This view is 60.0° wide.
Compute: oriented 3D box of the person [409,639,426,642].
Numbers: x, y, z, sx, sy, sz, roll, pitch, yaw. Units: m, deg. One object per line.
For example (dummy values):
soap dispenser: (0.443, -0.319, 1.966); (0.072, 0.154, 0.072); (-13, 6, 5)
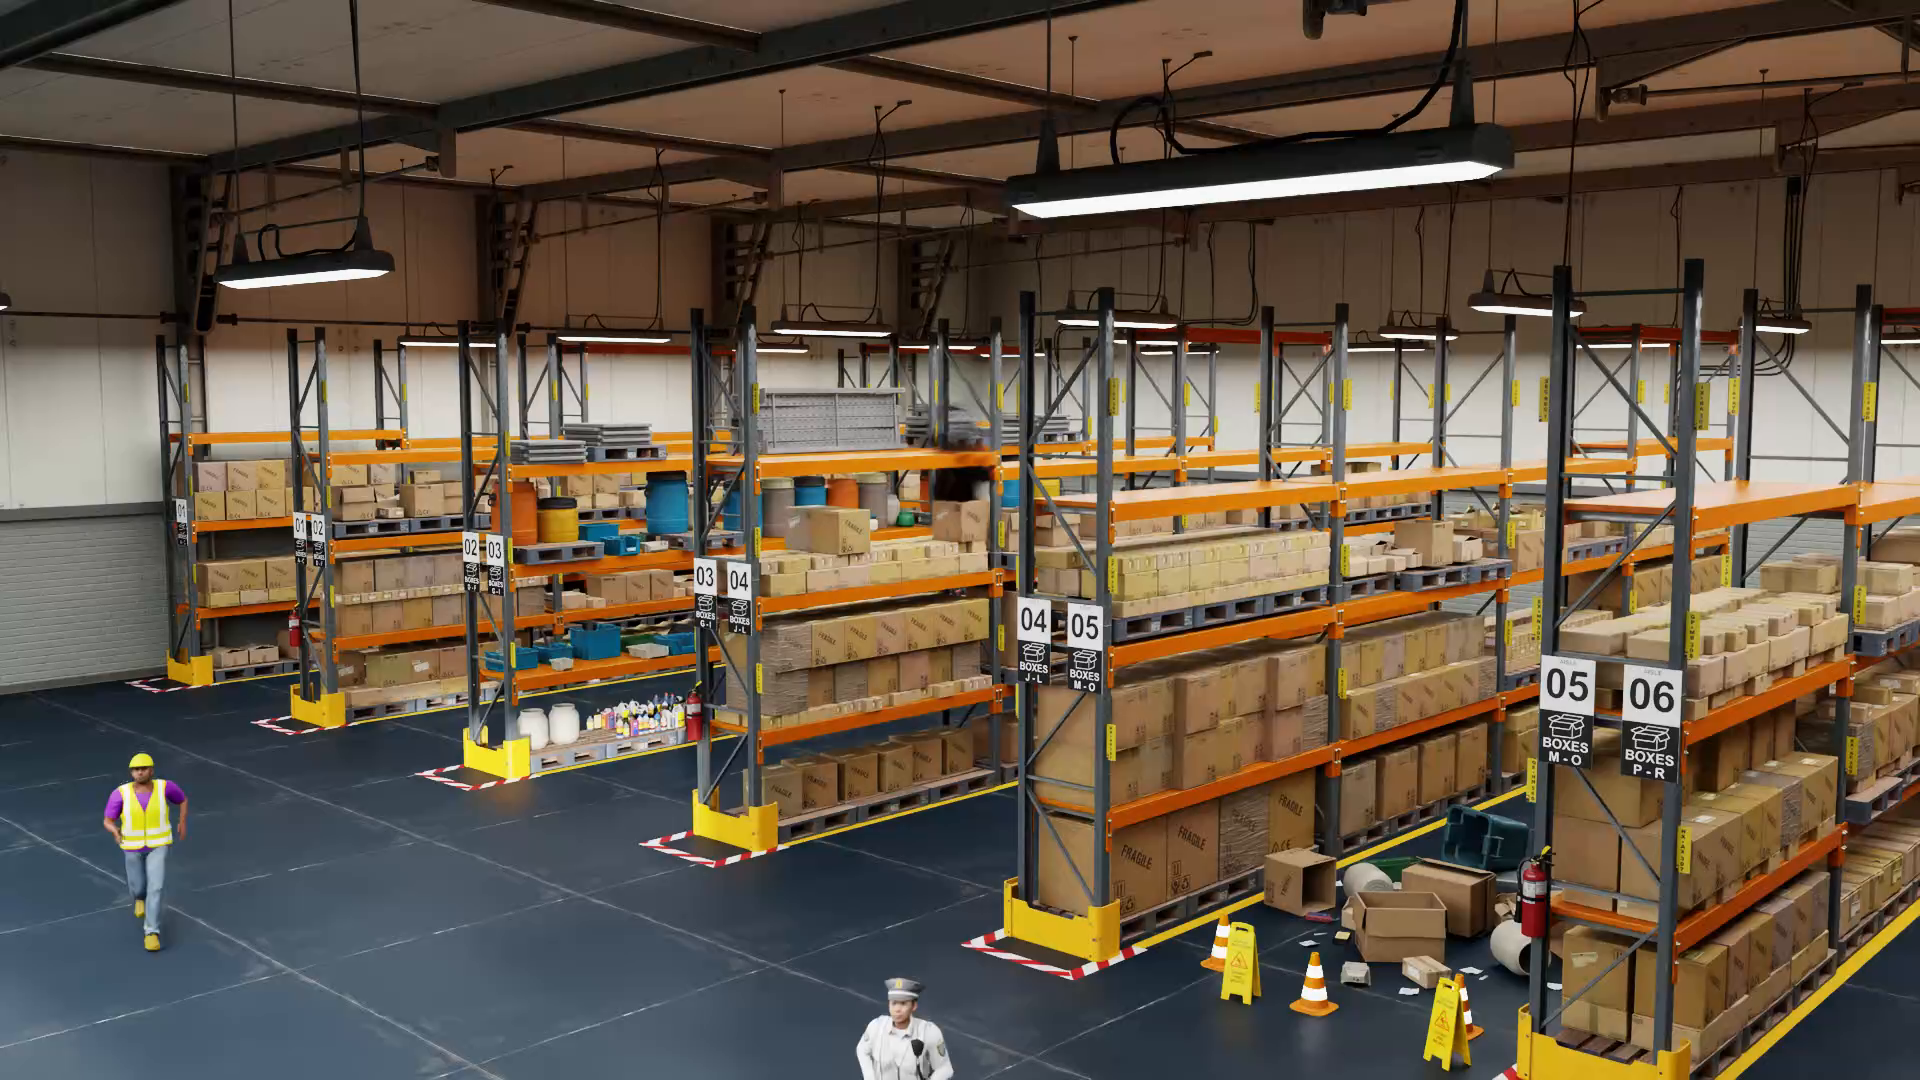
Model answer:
person: (-9.372, 1.584, 28.728); (0.663, 1.752, 0.926); (3, 6, 31)

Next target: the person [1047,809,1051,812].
person: (1.063, 2.602, 17.904); (0.692, 1.784, 0.628); (-5, 7, -43)

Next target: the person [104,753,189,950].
person: (-7.556, 2.846, 15.465); (0.713, 1.741, 0.966); (-2, 6, -24)

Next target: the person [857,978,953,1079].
person: (-0.335, 3.401, 9.880); (0.591, 1.665, 0.608); (0, 5, 1)
